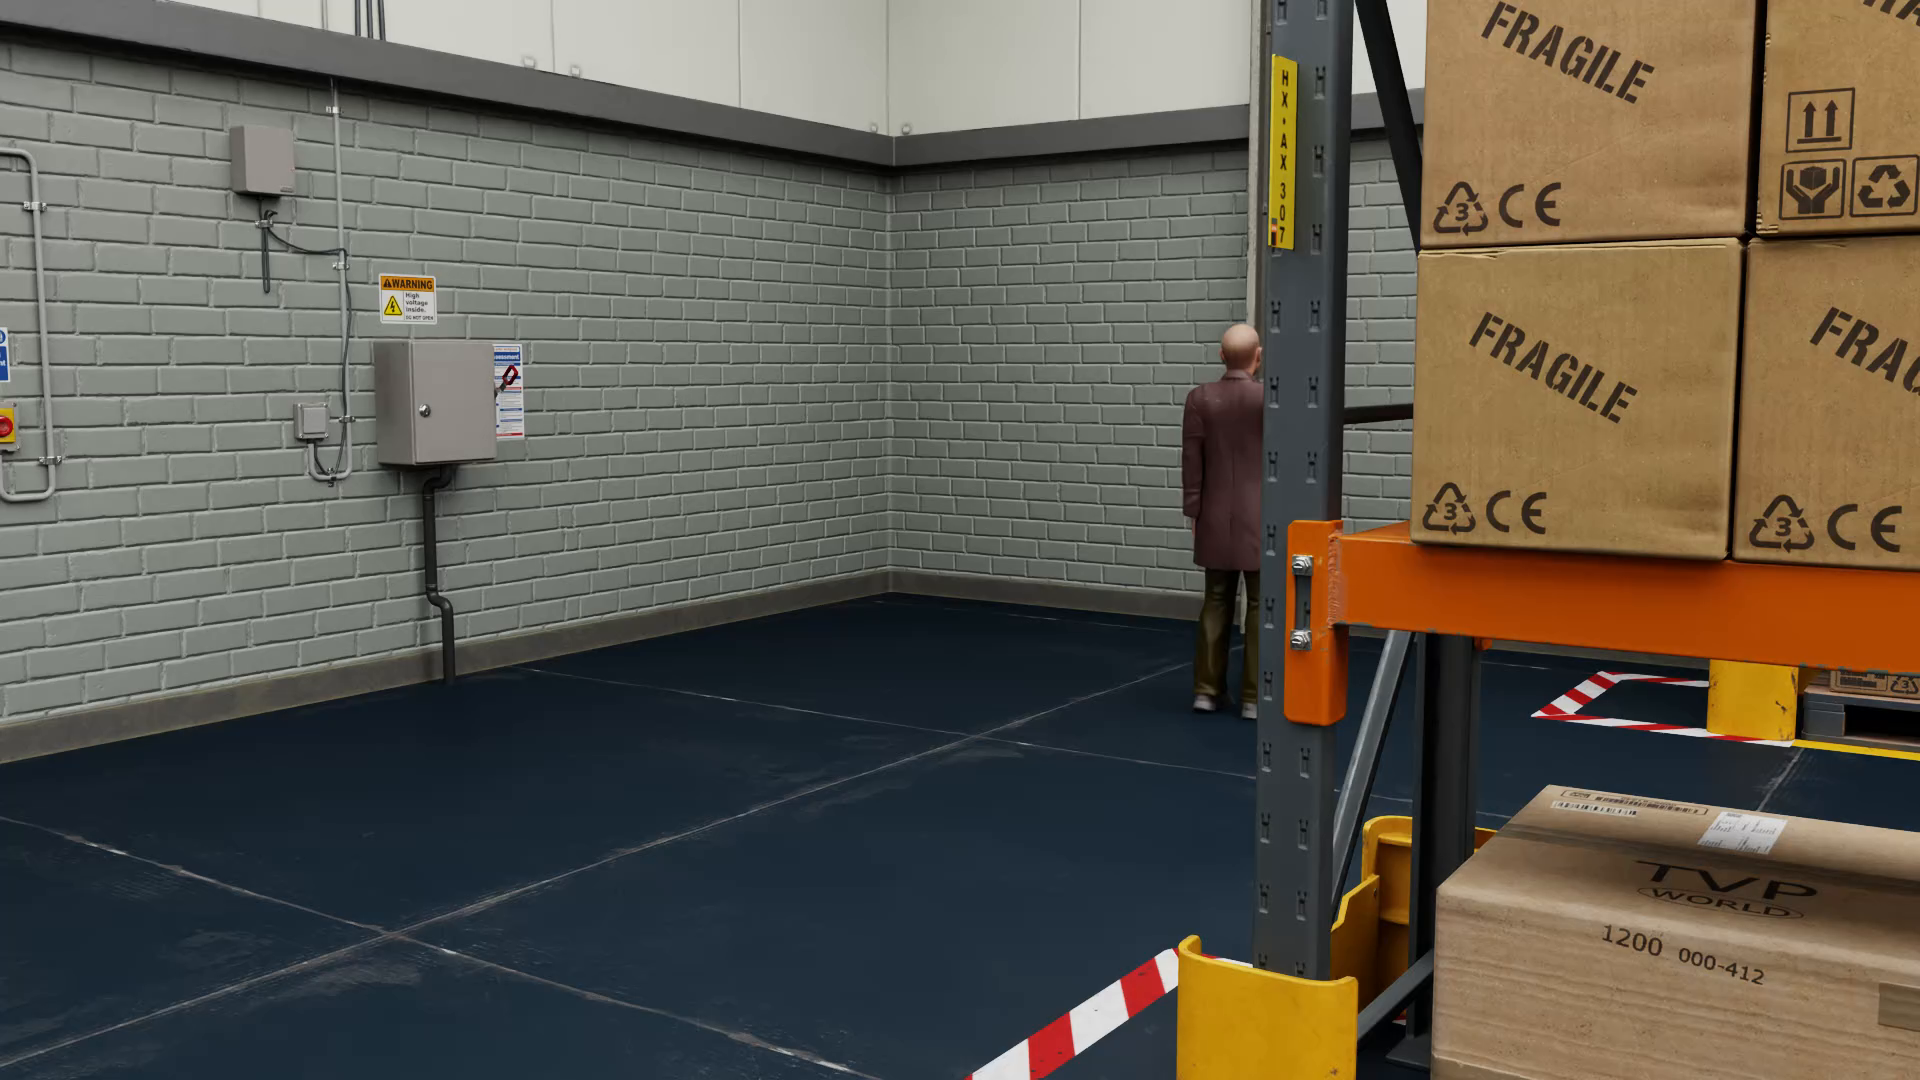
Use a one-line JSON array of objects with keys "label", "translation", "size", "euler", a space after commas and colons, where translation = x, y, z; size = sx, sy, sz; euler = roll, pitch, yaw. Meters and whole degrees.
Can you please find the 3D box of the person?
[{"label": "person", "translation": [1.290, -0.080, 7.604], "size": [0.566, 1.799, 0.381], "euler": [4, 7, 34]}]
